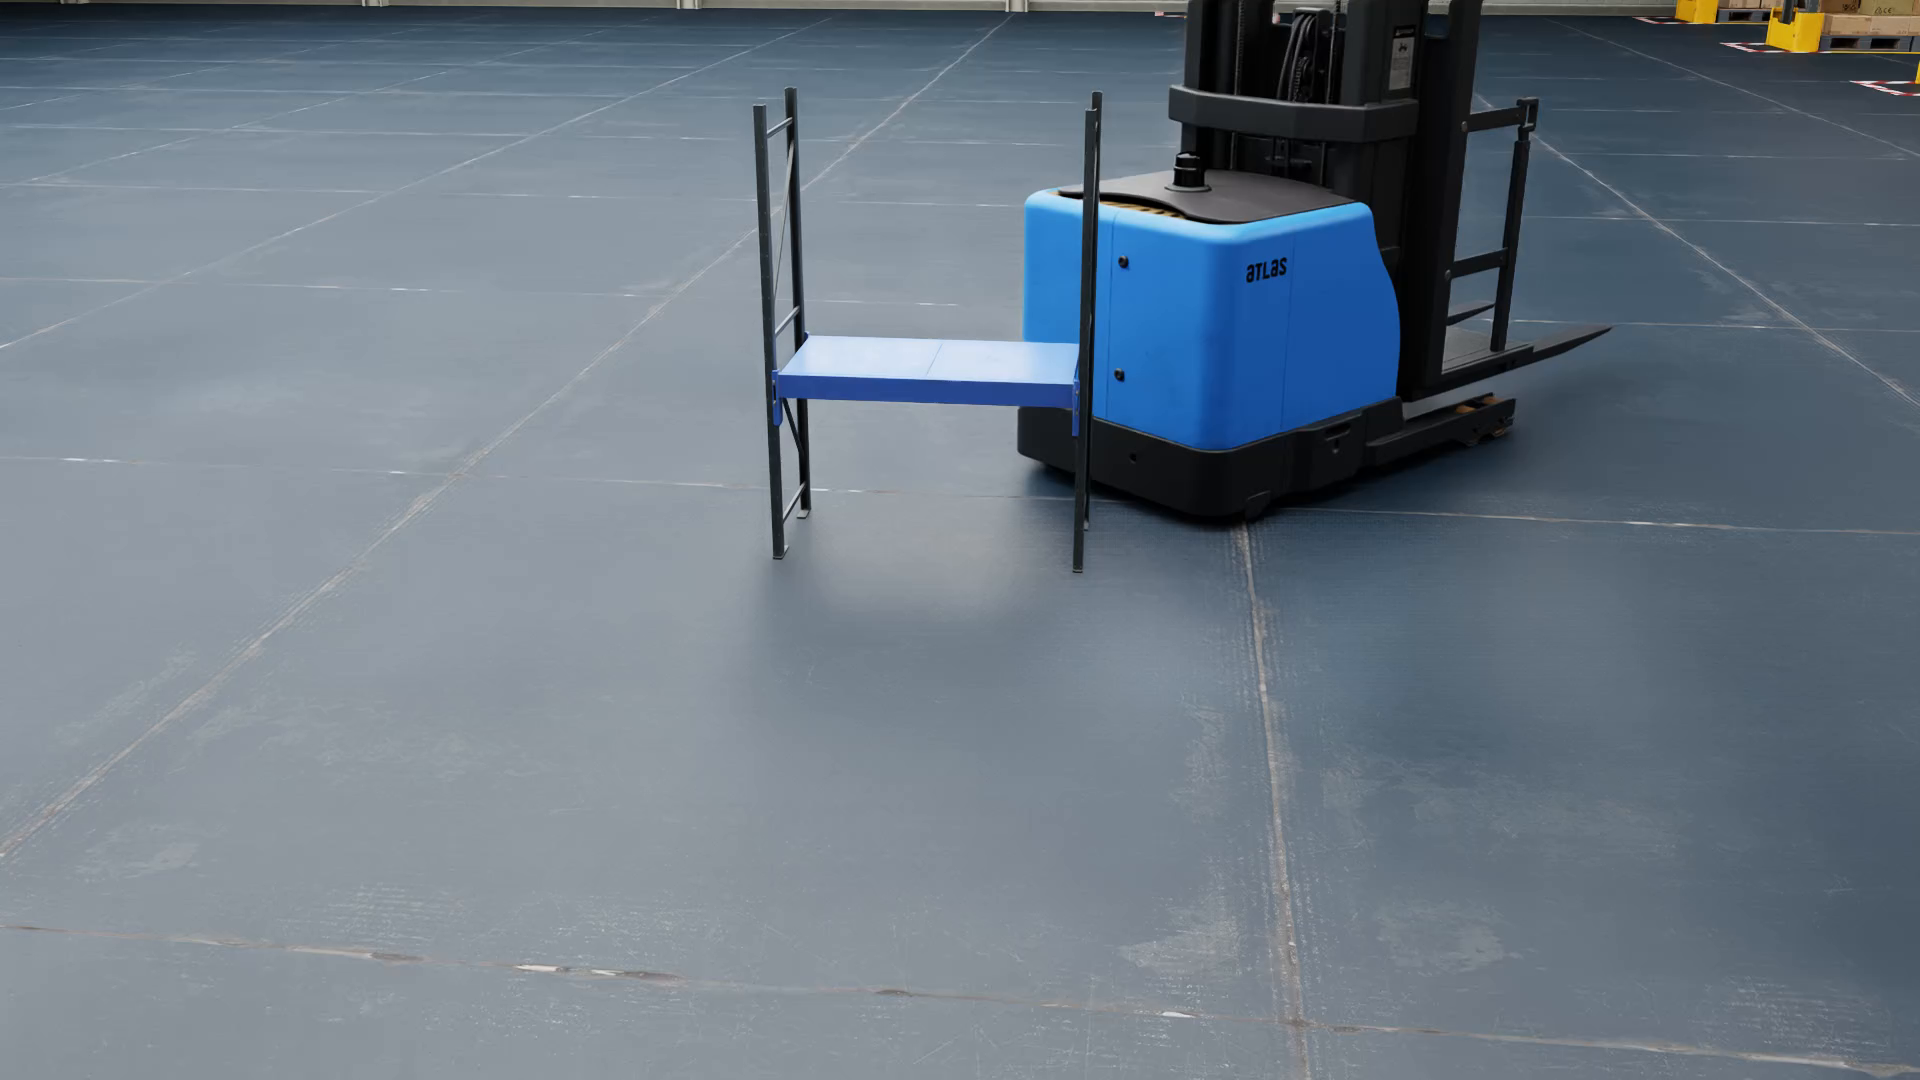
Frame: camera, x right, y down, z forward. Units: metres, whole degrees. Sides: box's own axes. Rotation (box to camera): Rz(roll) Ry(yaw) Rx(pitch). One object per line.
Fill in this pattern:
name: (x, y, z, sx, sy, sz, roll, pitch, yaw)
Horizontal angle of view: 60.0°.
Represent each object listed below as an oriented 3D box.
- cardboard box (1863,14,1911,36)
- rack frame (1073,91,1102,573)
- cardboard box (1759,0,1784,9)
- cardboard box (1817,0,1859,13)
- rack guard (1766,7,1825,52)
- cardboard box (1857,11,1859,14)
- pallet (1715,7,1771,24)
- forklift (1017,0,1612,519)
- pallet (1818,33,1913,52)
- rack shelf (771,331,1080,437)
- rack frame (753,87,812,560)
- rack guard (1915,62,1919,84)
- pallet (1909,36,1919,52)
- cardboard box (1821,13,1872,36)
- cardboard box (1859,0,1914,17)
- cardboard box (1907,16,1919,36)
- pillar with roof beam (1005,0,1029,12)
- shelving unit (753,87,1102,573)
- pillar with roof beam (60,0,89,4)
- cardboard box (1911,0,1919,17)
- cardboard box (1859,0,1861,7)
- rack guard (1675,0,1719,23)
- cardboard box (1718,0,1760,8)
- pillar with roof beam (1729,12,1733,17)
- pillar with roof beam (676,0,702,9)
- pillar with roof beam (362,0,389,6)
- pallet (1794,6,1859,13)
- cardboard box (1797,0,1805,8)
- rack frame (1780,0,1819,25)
cardboard box: (12.568, -7.021, 22.652, 0.500, 0.250, 0.500, 2, 22, 6)
rack frame: (0.420, -0.679, 5.482, 0.032, 1.500, 0.500, 2, 22, 6)
cardboard box: (13.386, -8.904, 27.306, 0.500, 0.311, 0.500, 4, 22, 11)
cardboard box: (12.132, -7.580, 23.045, 0.500, 0.500, 0.500, 2, 22, 6)
rack guard: (11.541, -7.068, 23.001, 0.348, 0.500, 1.175, 2, 22, 6)
cardboard box: (12.630, -7.213, 23.138, 0.500, 0.250, 0.500, 2, 22, 6)
pallet: (13.022, -8.690, 27.497, 1.213, 0.211, 1.003, 2, 22, 6)
forklift: (1.665, -1.871, 6.551, 3.031, 2.935, 1.130, -18, 28, -38)
pallet: (12.329, -6.914, 23.006, 1.213, 0.211, 1.003, 2, 22, 6)
rack shelf: (-0.085, -0.534, 5.604, 1.000, 0.185, 0.538, 2, 22, 6)
rack frame: (-0.590, -0.723, 5.593, 0.032, 1.500, 0.500, 2, 22, 6)
rack guard: (11.059, -5.272, 18.459, 0.348, 0.500, 1.175, 2, 22, 6)
pallet: (13.537, -6.861, 22.870, 1.213, 0.211, 1.003, 2, 22, 6)
cardboard box: (12.071, -7.041, 22.703, 0.500, 0.250, 0.500, 2, 22, 6)
cardboard box: (12.567, -7.369, 22.512, 0.500, 0.500, 0.500, 2, 22, 6)
cardboard box: (13.064, -6.999, 22.596, 0.500, 0.250, 0.500, 2, 22, 6)
pillar with roof beam: (0.517, -12.061, 24.071, 0.400, 9.000, 9.100, 2, 22, 6)
shelving unit: (-0.085, -0.701, 5.538, 1.048, 1.500, 0.538, 2, 22, 6)
pillar with roof beam: (-17.358, -12.839, 26.041, 0.400, 9.000, 9.100, 2, 22, 6)
cardboard box: (13.066, -7.352, 22.469, 0.500, 0.500, 0.500, 2, 22, 6)
cardboard box: (15.080, -8.937, 27.131, 0.500, 0.500, 0.500, 1, 22, 2)
rack guard: (12.219, -8.872, 27.565, 0.348, 0.500, 1.175, 2, 22, 6)
cardboard box: (12.820, -8.929, 27.368, 0.500, 0.311, 0.500, 0, 22, 0)
pillar with roof beam: (12.434, -11.541, 22.757, 0.400, 9.000, 9.100, 2, 22, 6)
pillar with roof beam: (-5.441, -12.320, 24.727, 0.400, 9.000, 9.100, 2, 22, 6)
pillar with roof beam: (-11.399, -12.580, 25.384, 0.400, 9.000, 9.100, 2, 22, 6)
pallet: (14.230, -8.636, 27.361, 1.213, 0.211, 1.003, 2, 22, 6)
cardboard box: (14.109, -8.942, 27.145, 0.500, 0.500, 0.700, 1, 22, 3)
rack frame: (11.564, -8.229, 22.539, 0.127, 3.000, 1.000, 2, 22, 6)
